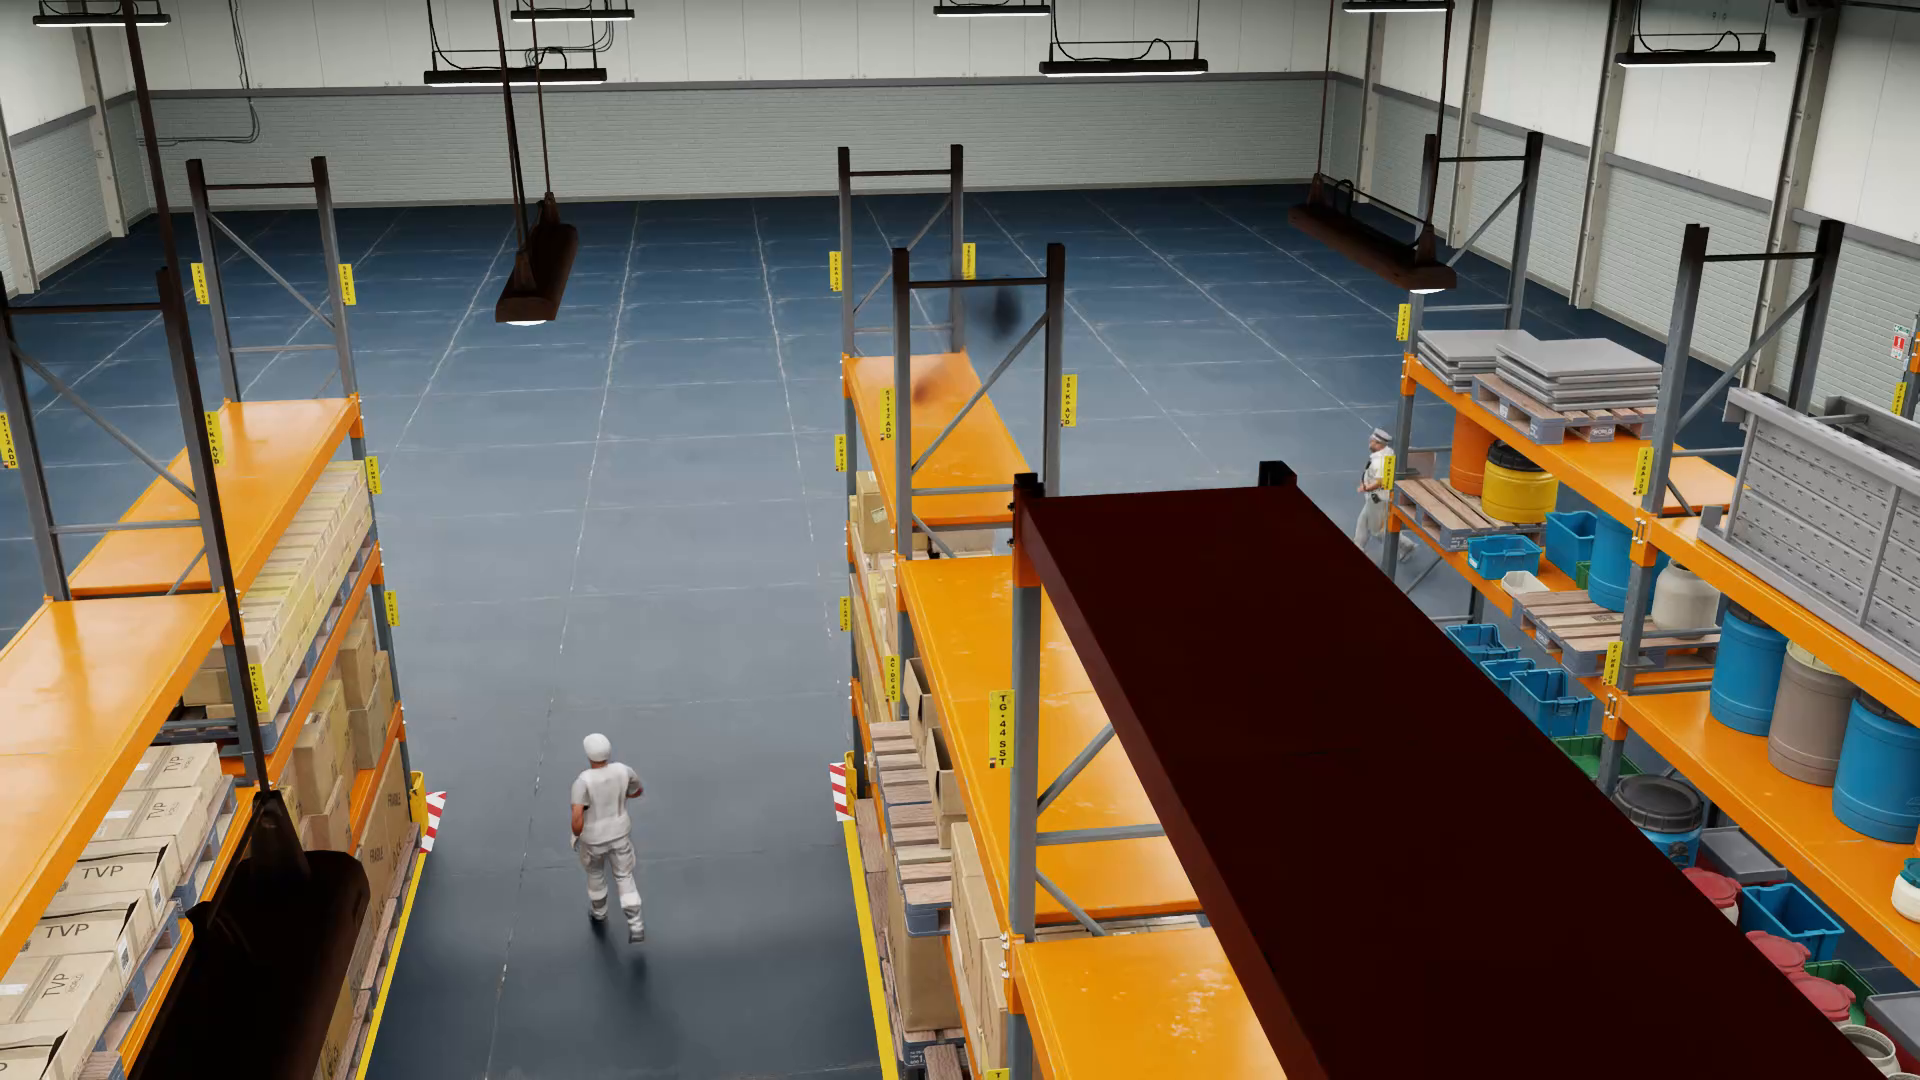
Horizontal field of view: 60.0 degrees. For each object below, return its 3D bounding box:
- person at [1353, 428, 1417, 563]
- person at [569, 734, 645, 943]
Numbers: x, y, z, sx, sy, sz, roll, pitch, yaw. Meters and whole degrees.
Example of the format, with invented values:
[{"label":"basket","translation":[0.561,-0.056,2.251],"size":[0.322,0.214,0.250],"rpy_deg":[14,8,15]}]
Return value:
[{"label":"person","translation":[5.211,-0.507,20.560],"size":[0.959,1.778,0.686],"rpy_deg":[10,24,23]},{"label":"person","translation":[-2.786,2.357,13.180],"size":[0.663,1.798,0.944],"rpy_deg":[-12,24,-27]}]
